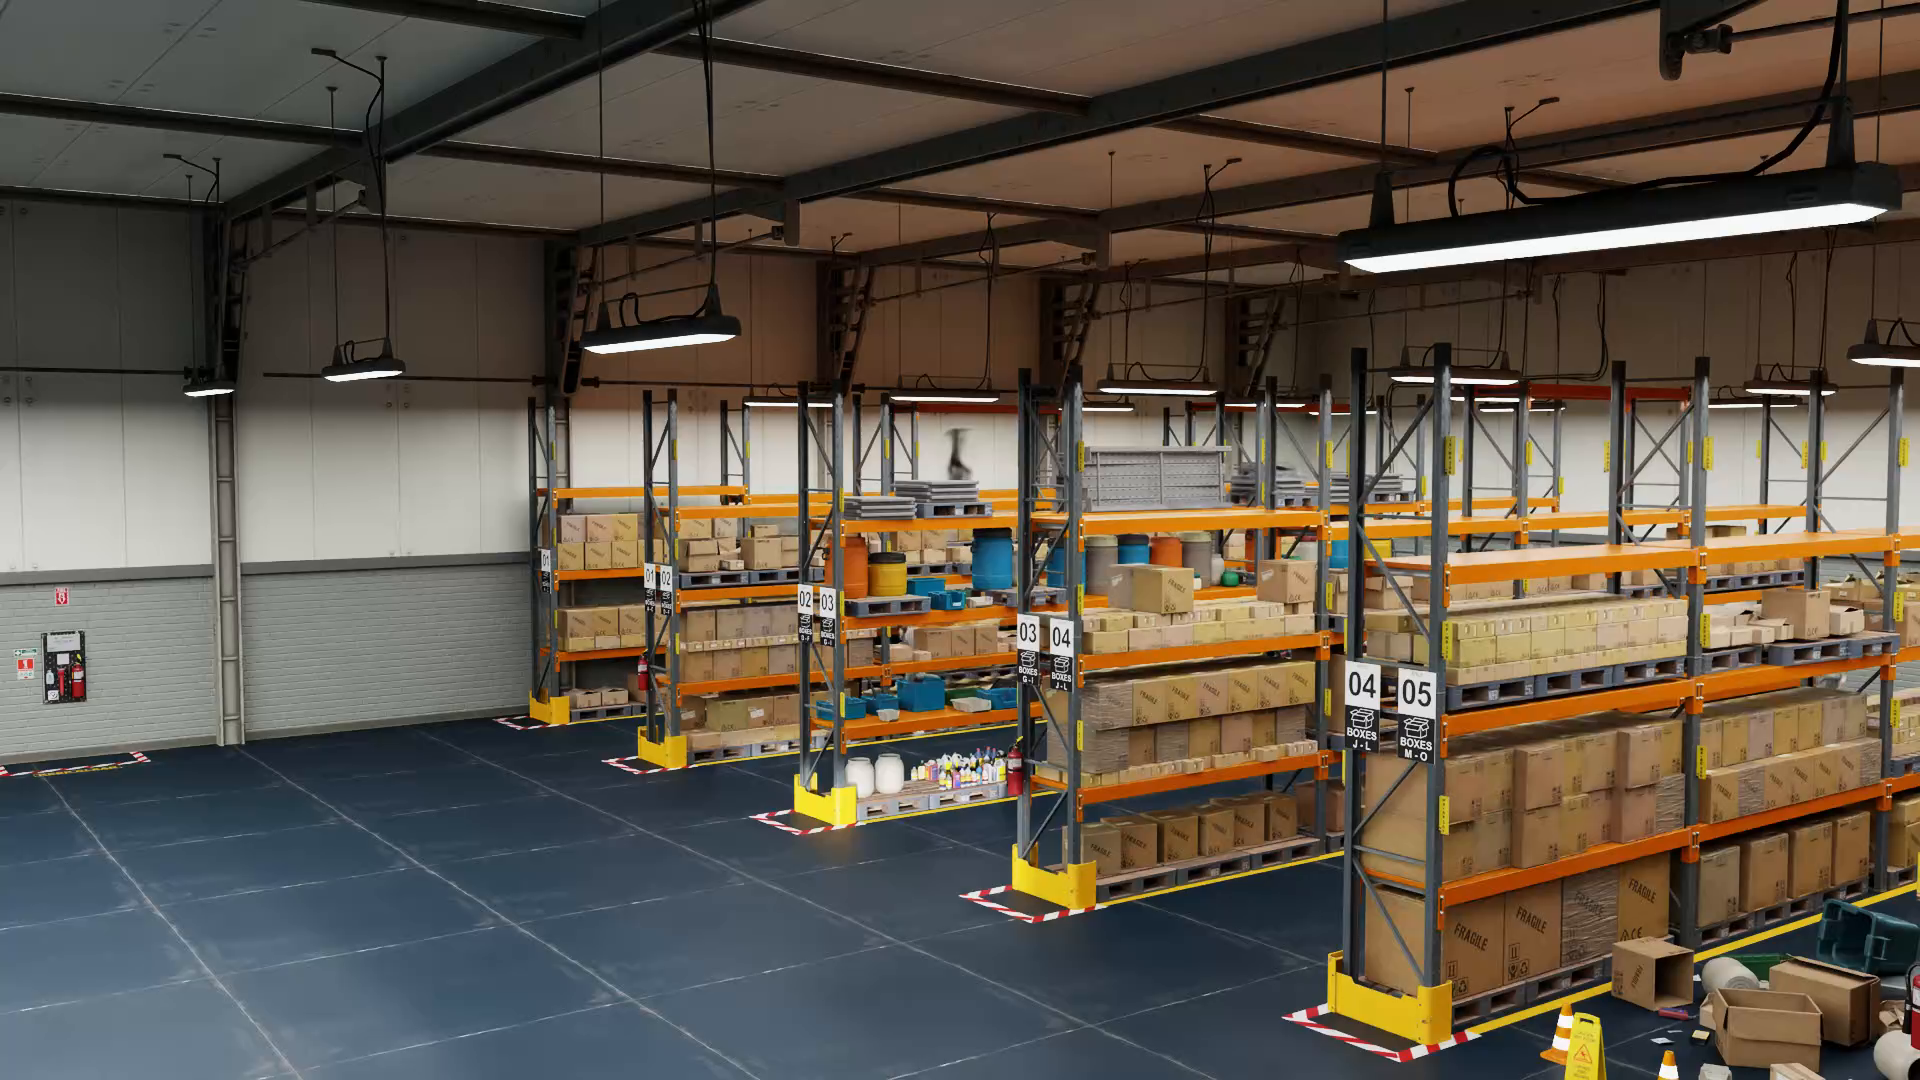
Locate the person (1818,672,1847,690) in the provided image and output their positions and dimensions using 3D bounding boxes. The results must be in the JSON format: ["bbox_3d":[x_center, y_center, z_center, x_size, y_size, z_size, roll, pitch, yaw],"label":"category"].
[{"bbox_3d":[15.239,2.705,29.211,0.533,1.522,0.713,0,3,4],"label":"person"}]

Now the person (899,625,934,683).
[{"bbox_3d":[-0.856,2.375,33.168,0.713,1.735,0.911,3,5,43],"label":"person"}]
